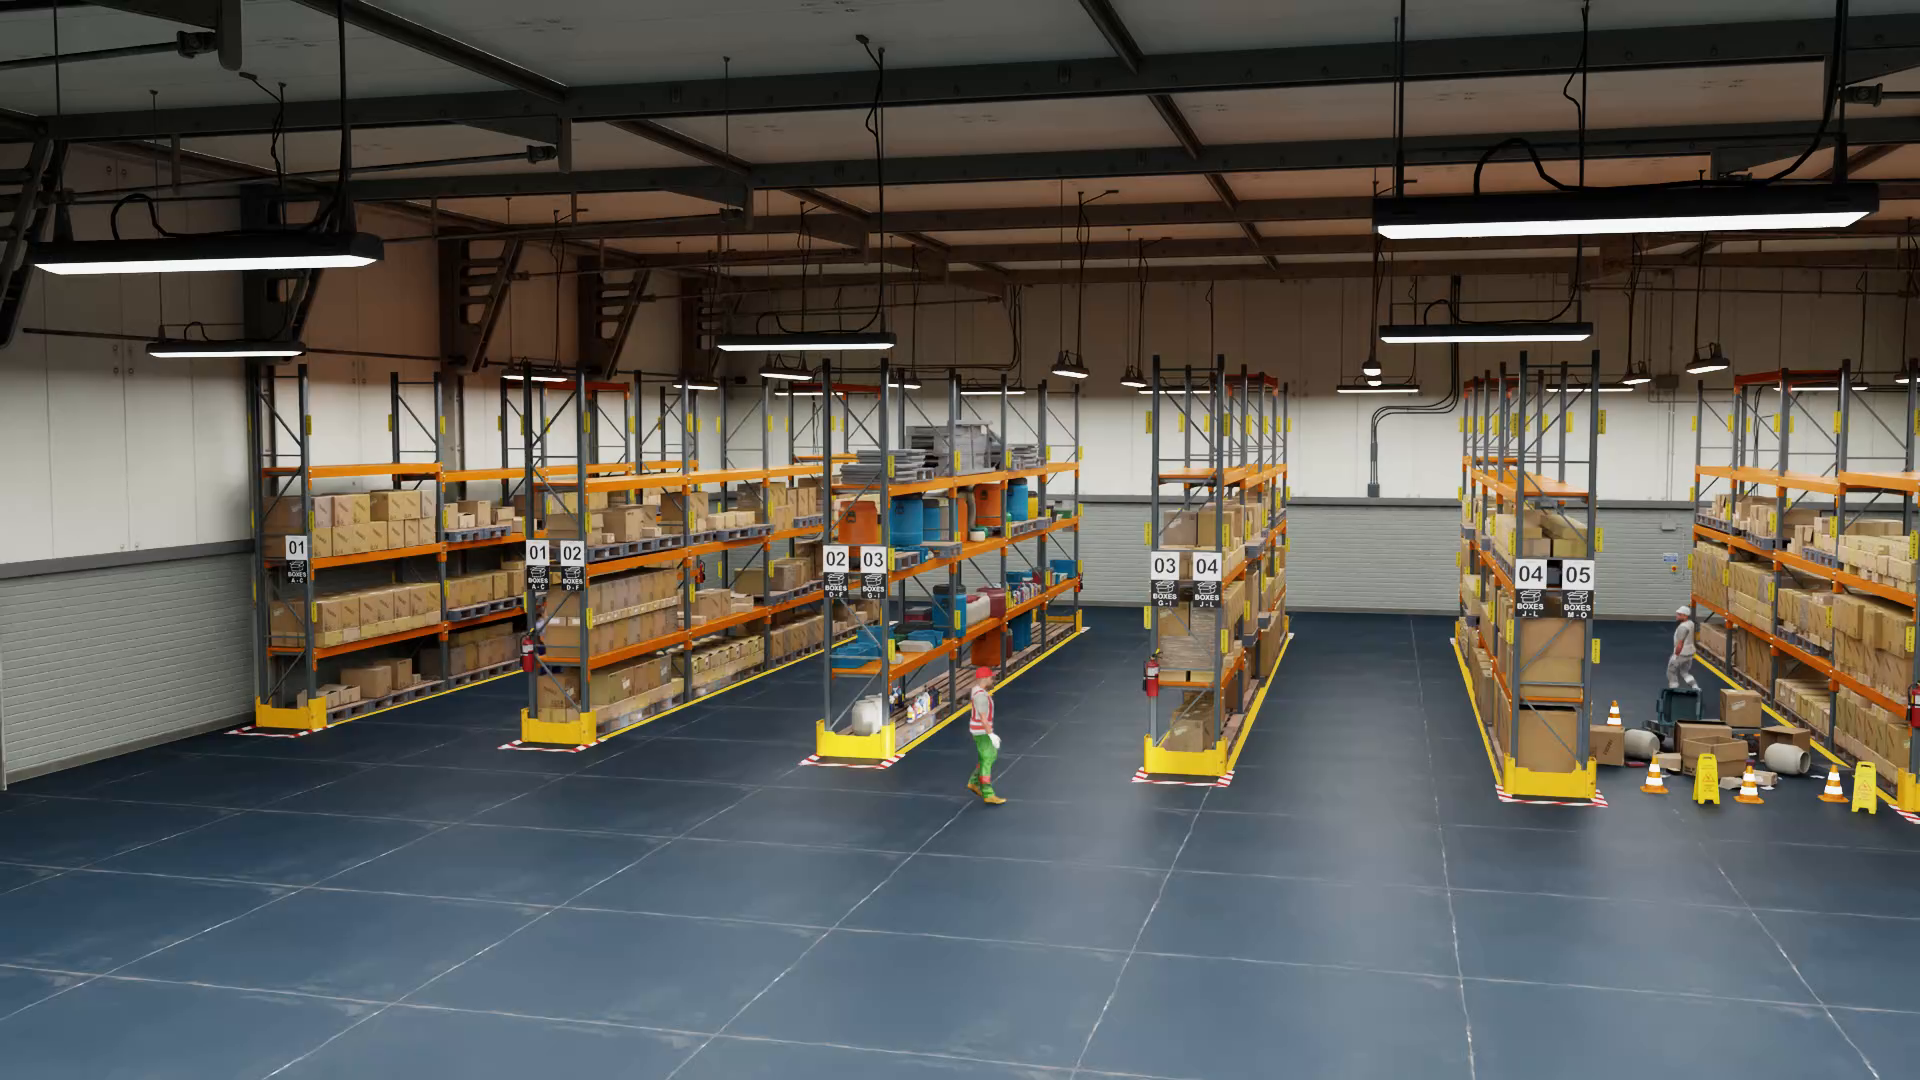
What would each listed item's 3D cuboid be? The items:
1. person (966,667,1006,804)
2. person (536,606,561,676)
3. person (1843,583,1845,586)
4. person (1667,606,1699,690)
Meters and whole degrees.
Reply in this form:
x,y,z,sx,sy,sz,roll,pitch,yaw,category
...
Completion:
x,y,z,sx,sy,sz,roll,pitch,yaw,category
0.341,2.574,22.141,0.523,1.786,0.705,0,4,-1,person
-7.606,2.065,30.908,0.506,1.670,0.557,3,5,35,person
18.576,1.723,35.146,0.461,1.727,0.570,2,4,28,person
13.033,2.066,30.067,0.607,1.755,0.664,-2,5,-31,person
